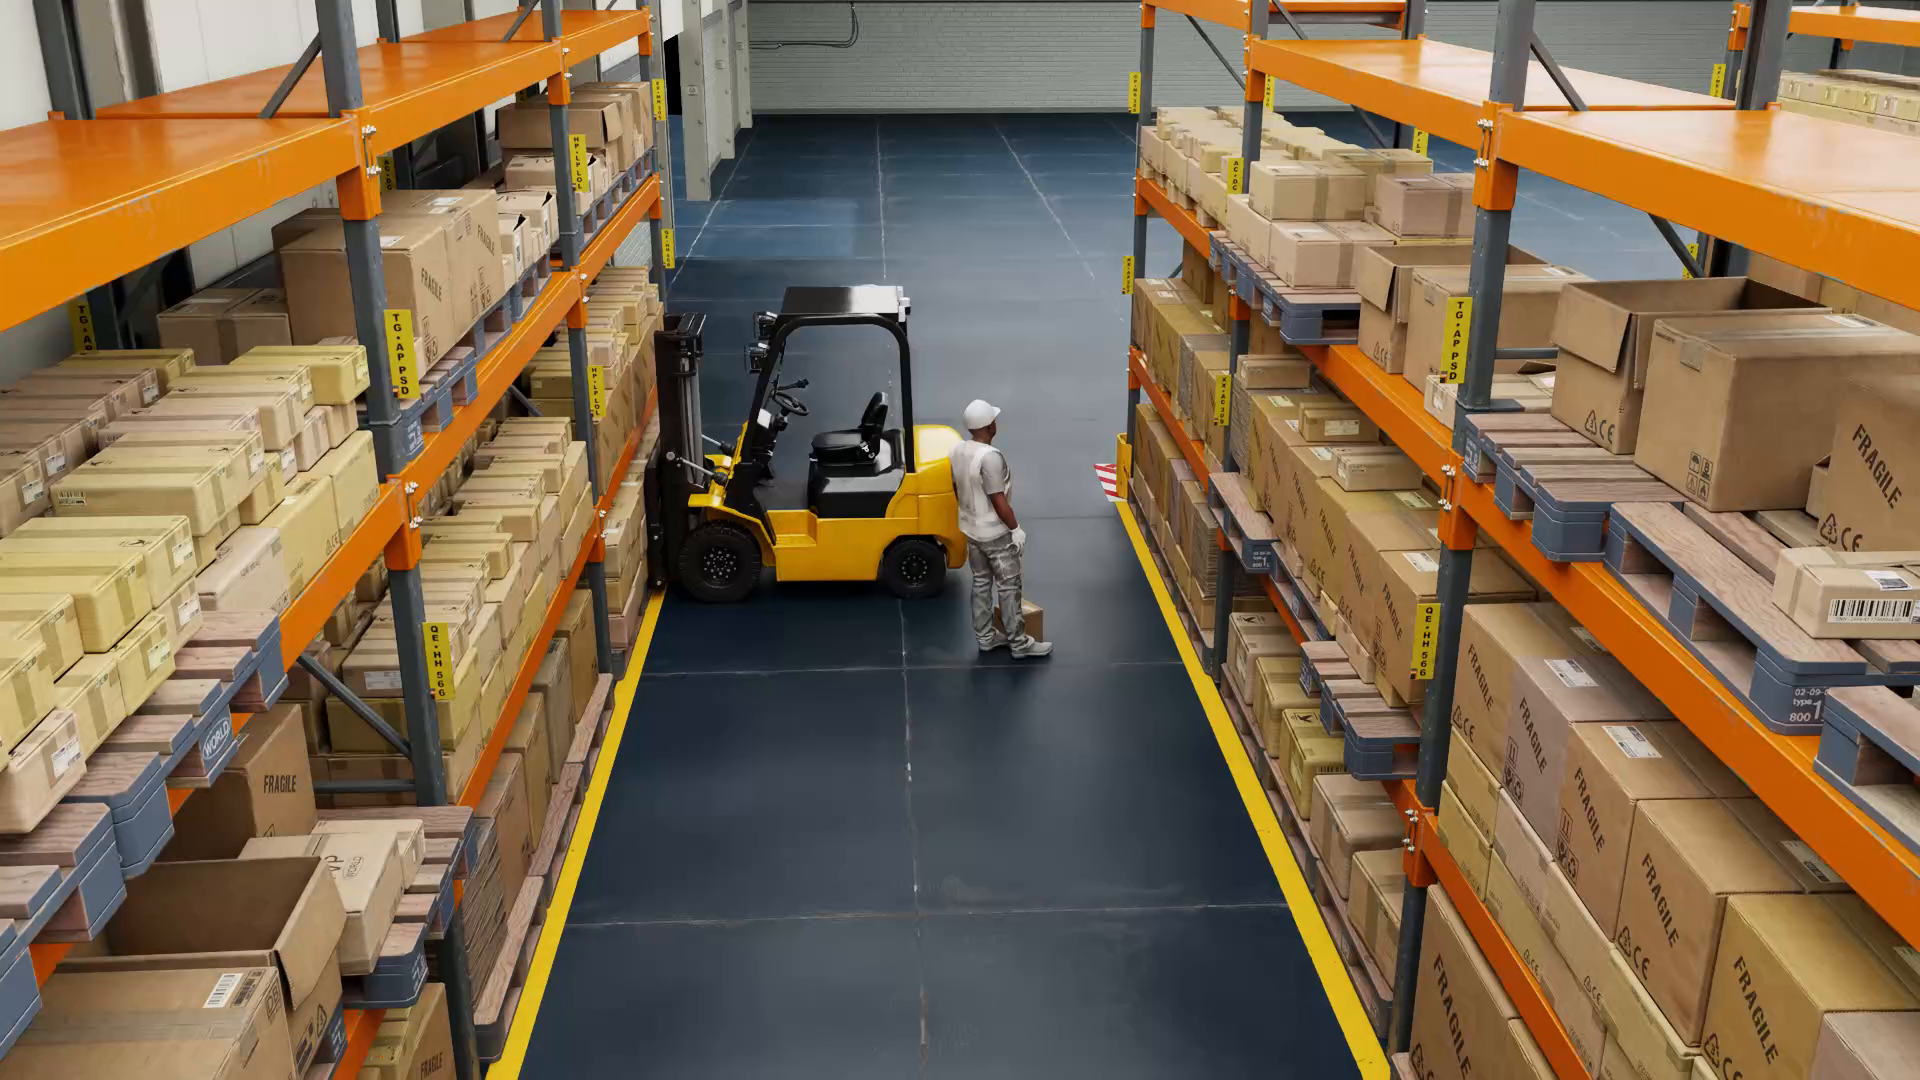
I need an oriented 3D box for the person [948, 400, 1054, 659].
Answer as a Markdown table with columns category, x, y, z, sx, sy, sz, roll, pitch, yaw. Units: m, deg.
| category | x | y | z | sx | sy | sz | roll | pitch | yaw |
| --- | --- | --- | --- | --- | --- | --- | --- | --- | --- |
| person | 0.259 | -0.092 | 11.271 | 0.575 | 1.785 | 0.657 | -12 | 23 | -30 |
